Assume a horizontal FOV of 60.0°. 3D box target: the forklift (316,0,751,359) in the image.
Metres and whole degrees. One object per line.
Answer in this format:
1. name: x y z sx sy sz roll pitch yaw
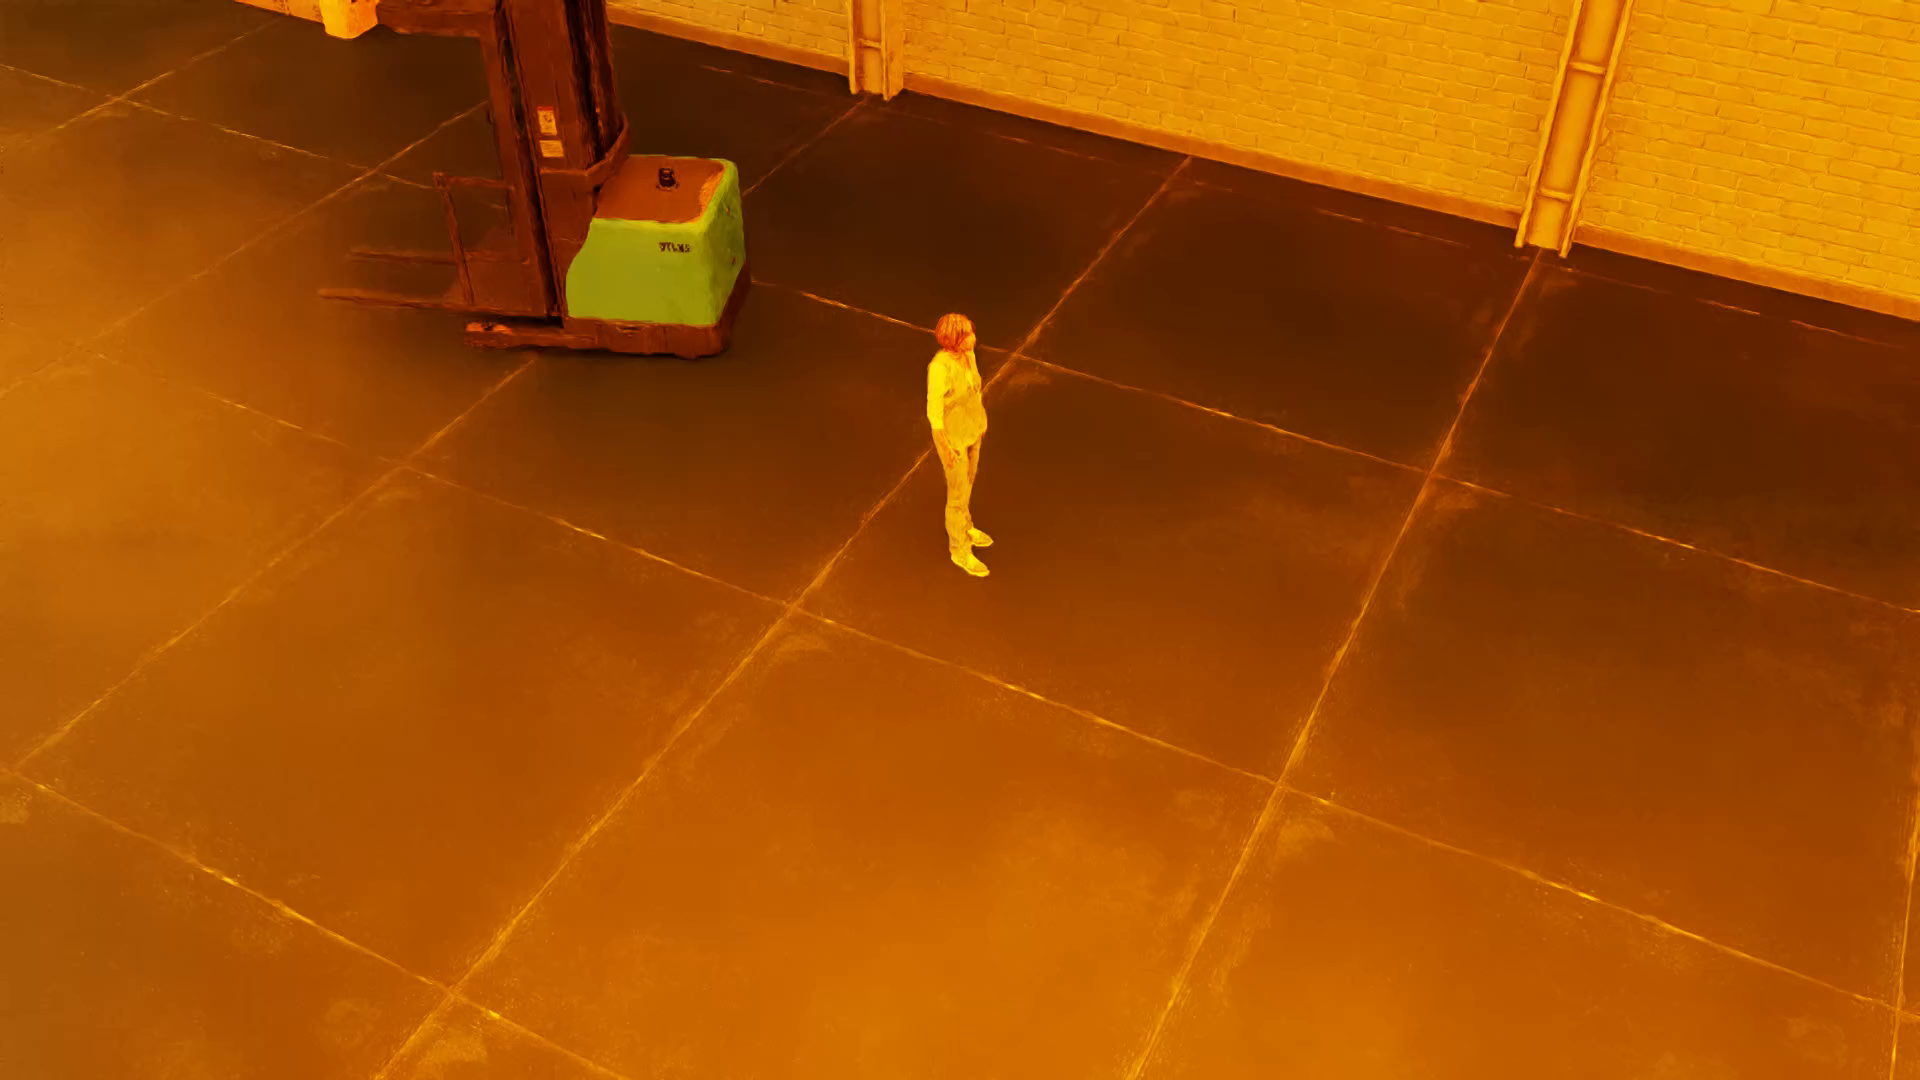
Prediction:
1. forklift: -3.120 -2.820 11.335 3.031 2.935 1.130 5 40 6

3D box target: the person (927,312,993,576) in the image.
1. person: 0.059 -0.586 9.707 0.474 1.597 0.521 18 43 21
